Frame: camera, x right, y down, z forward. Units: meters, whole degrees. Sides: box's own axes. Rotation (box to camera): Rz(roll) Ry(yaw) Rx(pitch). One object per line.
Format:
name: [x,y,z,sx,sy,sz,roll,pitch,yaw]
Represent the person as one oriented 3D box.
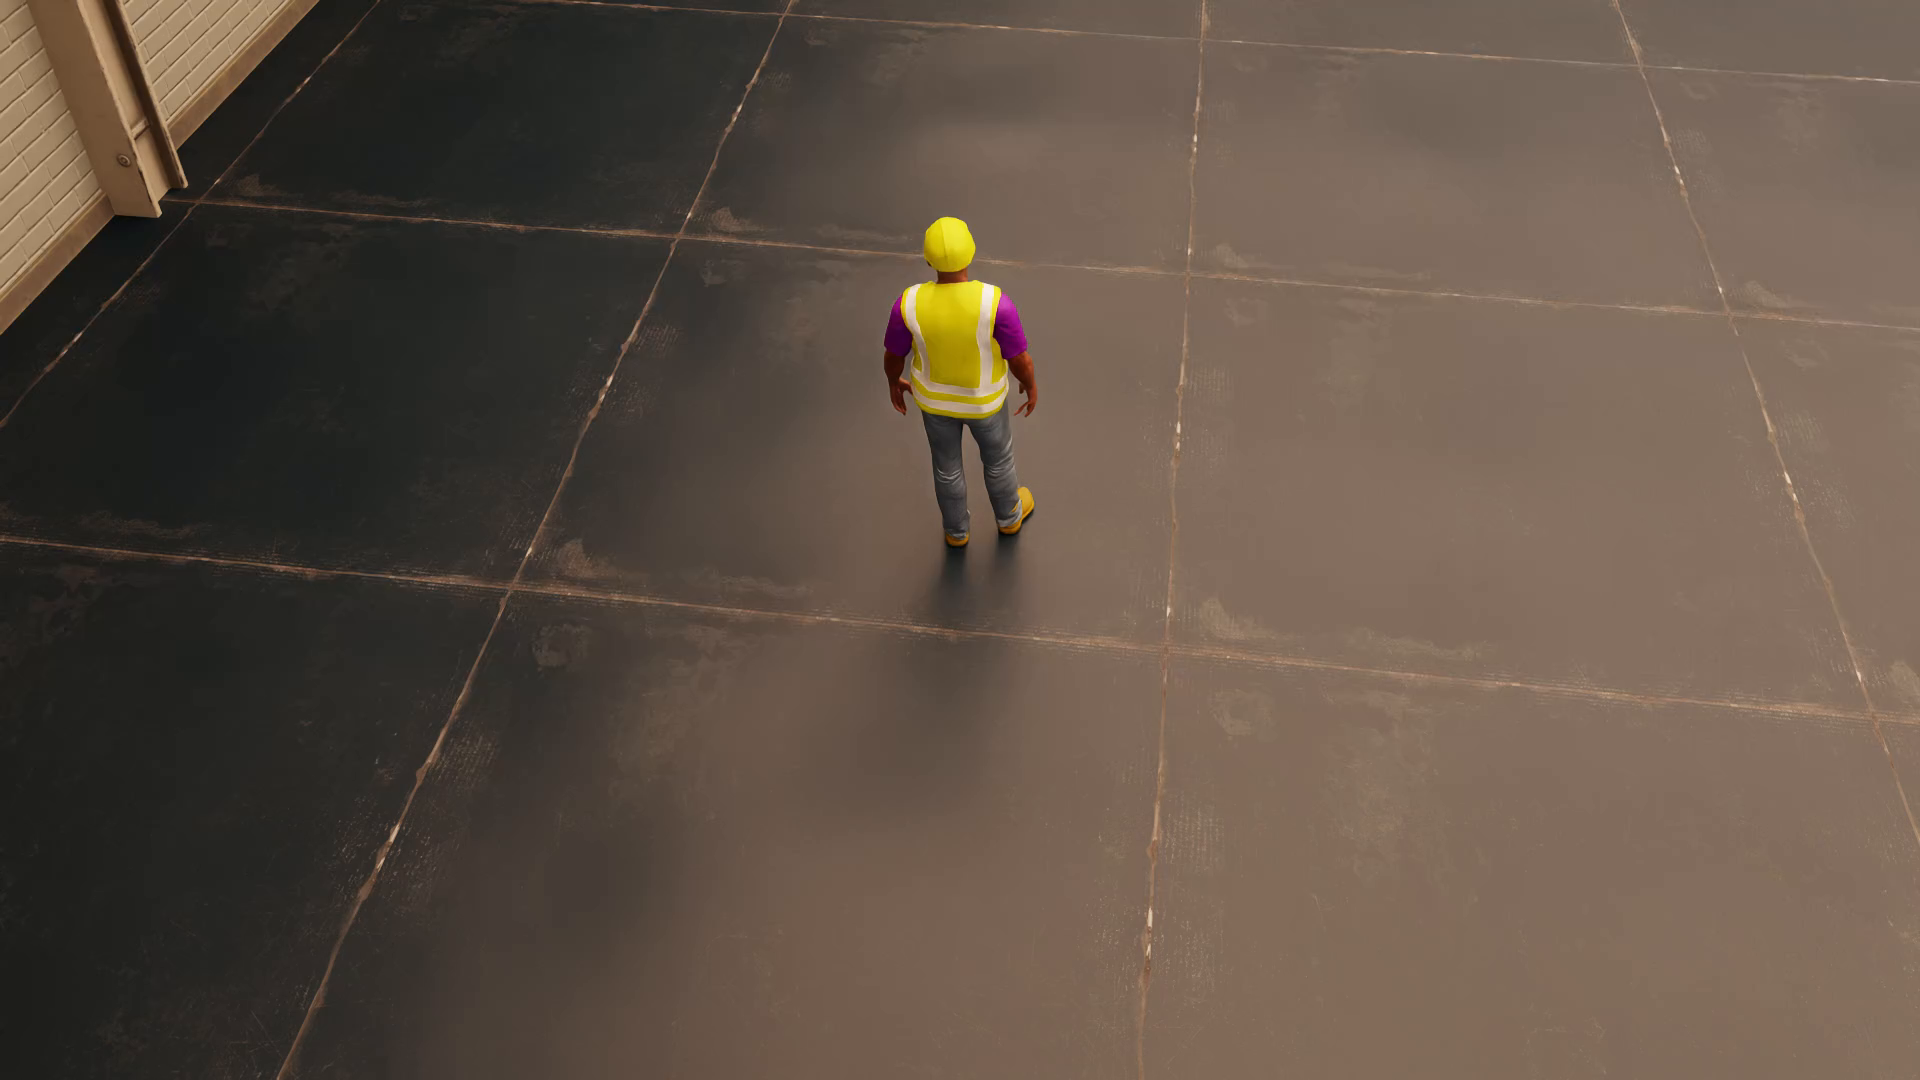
person: [0.015,-0.702,7.338,0.665,1.765,0.577,5,43,6]
